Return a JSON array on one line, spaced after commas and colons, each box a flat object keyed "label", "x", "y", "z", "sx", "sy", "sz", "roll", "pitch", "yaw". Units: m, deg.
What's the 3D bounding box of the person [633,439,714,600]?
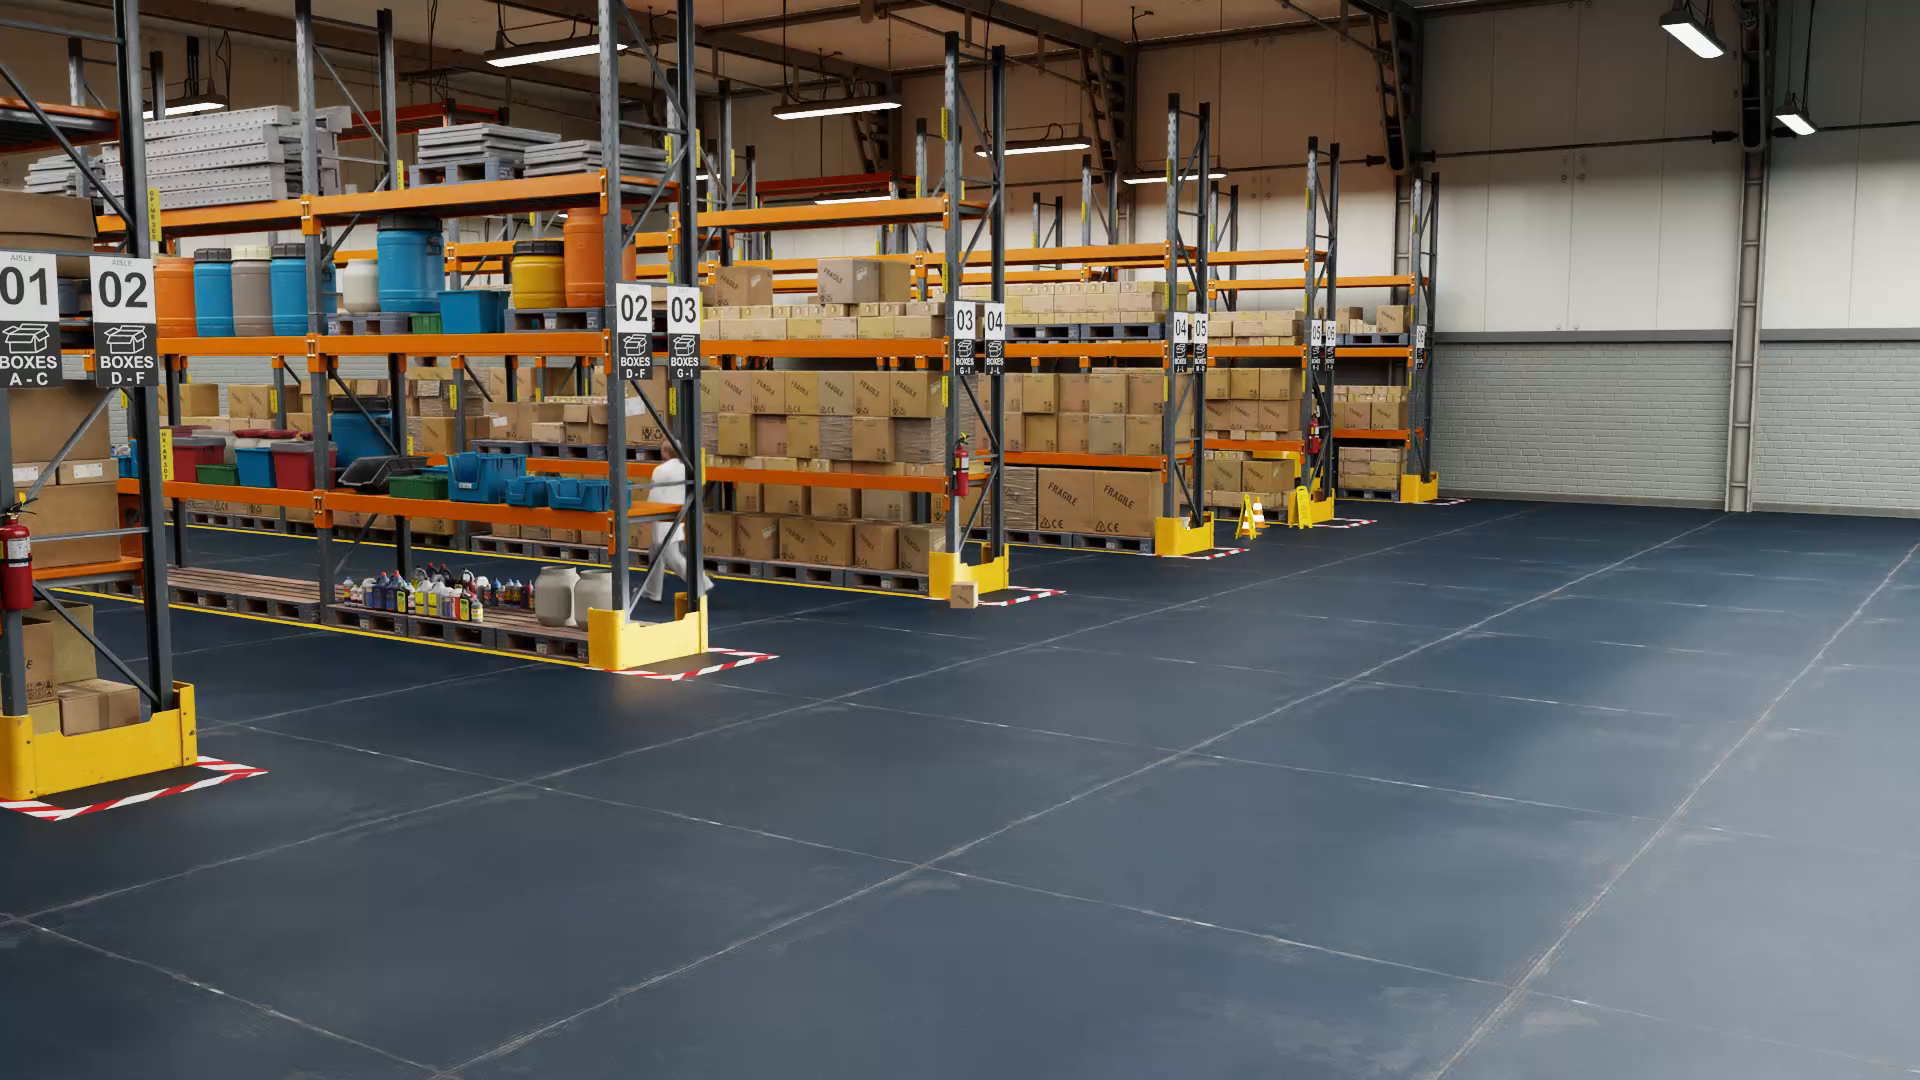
[{"label": "person", "x": -3.050, "y": -0.201, "z": 17.534, "sx": 1.113, "sy": 1.734, "sz": 0.568, "roll": 3, "pitch": 7, "yaw": 23}]
